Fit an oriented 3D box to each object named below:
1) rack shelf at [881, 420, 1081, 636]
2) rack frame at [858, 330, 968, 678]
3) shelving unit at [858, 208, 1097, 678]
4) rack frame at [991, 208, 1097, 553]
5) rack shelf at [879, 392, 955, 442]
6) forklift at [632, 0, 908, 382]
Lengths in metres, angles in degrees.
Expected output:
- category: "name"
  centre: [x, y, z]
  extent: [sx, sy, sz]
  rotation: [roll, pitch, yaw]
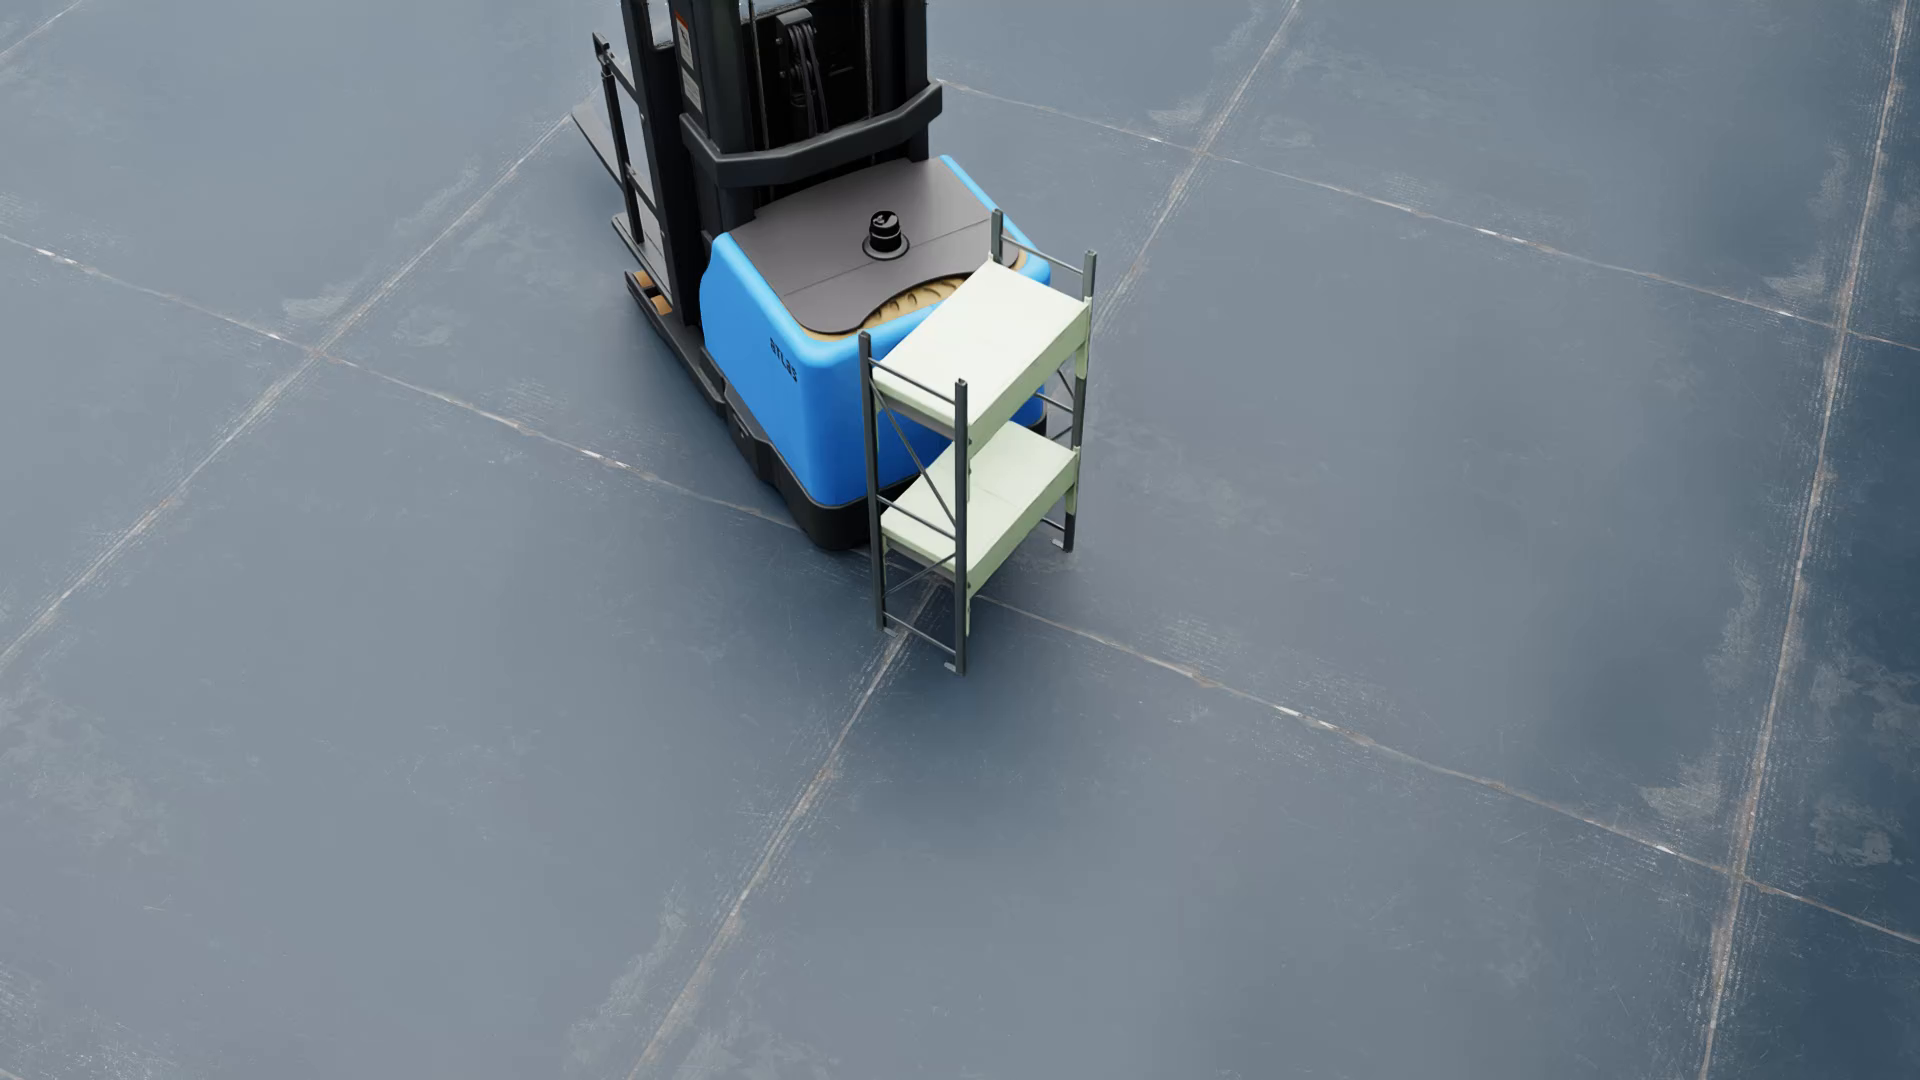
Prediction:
- category: "rack shelf"
  centre: [5.321, -11.001, 15.526]
  extent: [8.432, 0.609, 30.376]
  rotation: [28, 55, 22]
- category: "rack frame"
  centre: [-0.146, -0.071, 5.641]
  extent: [0.400, 1.500, 0.023]
  rotation: [28, 55, 22]
- category: "shelving unit"
  centre: [5.316, -11.284, 15.182]
  extent: [8.432, 1.500, 30.393]
  rotation: [28, 55, 22]
- category: "rack frame"
  centre: [0.275, -0.527, 6.029]
  extent: [0.400, 1.500, 0.023]
  rotation: [28, 55, 22]
- category: "rack shelf"
  centre: [0.064, -0.598, 5.483]
  extent: [0.332, 0.071, 0.664]
  rotation: [28, 55, 22]
- category: "forklift"
  centre: [7.217, -17.069, 15.173]
  extent: [32.329, 9.011, 24.333]
  rotation: [-24, 54, -19]
